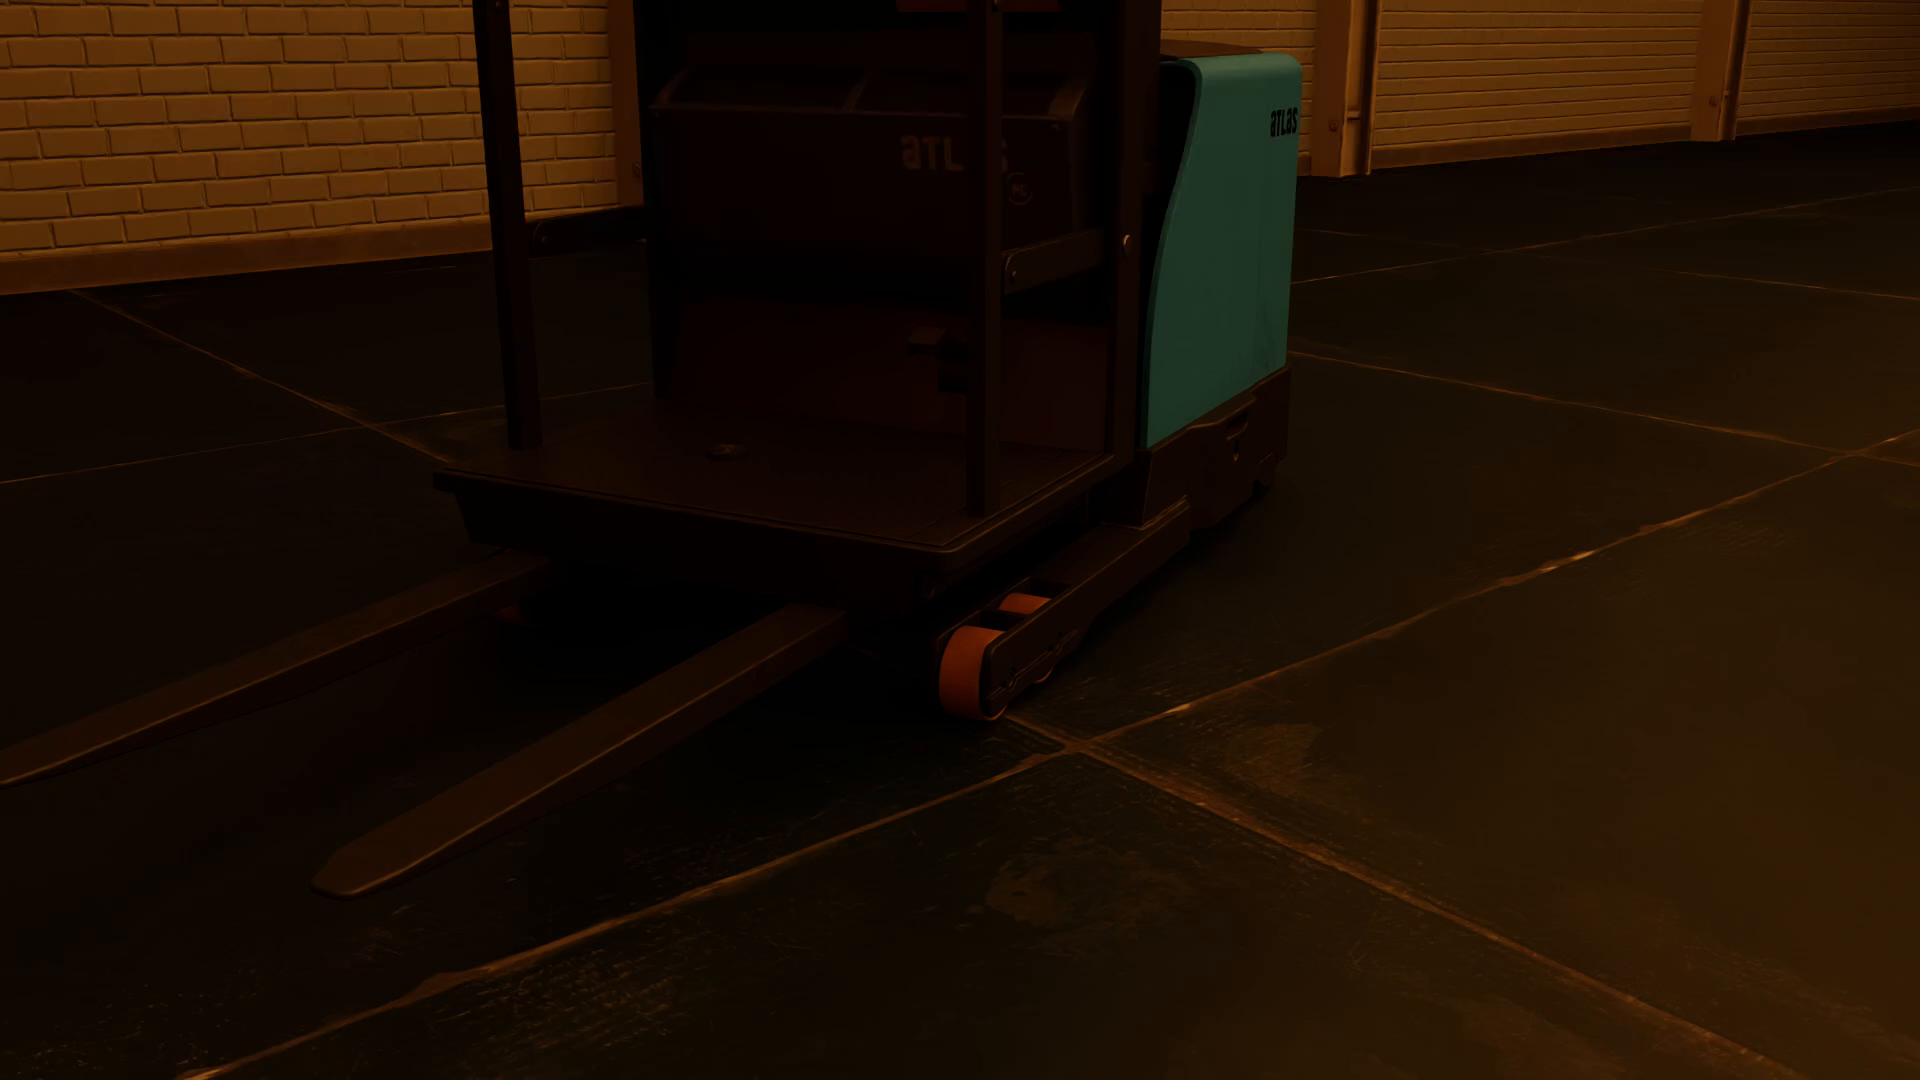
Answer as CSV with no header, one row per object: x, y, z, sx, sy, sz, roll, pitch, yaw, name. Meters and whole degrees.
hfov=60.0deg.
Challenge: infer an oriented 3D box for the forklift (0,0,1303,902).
-0.280,-1.237,2.895,1.130,2.935,3.031,9,19,26,forklift
